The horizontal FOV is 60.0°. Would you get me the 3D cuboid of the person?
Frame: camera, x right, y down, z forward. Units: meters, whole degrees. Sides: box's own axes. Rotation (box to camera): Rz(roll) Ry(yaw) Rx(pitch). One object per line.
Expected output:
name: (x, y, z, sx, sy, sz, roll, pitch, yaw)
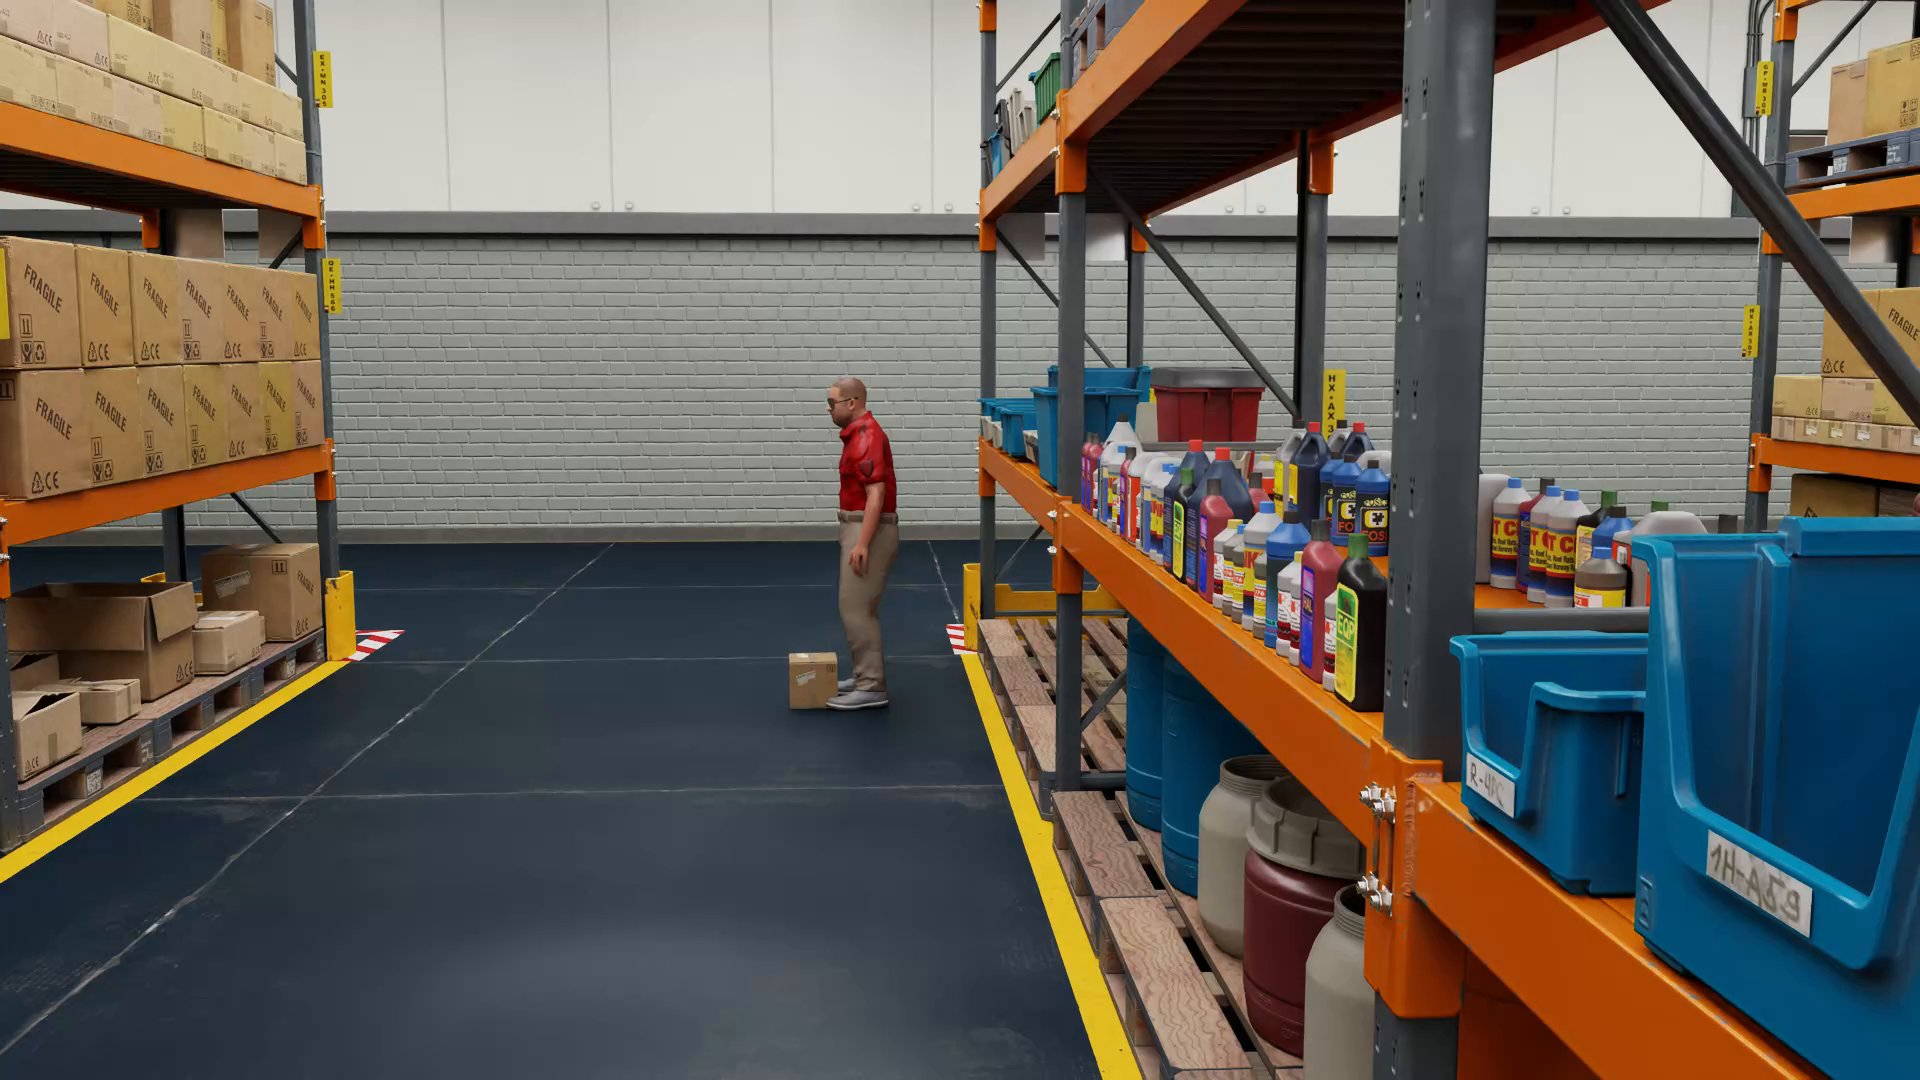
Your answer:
person: (-0.522, 0.007, 8.743, 0.393, 1.726, 0.601, -1, 7, -7)
